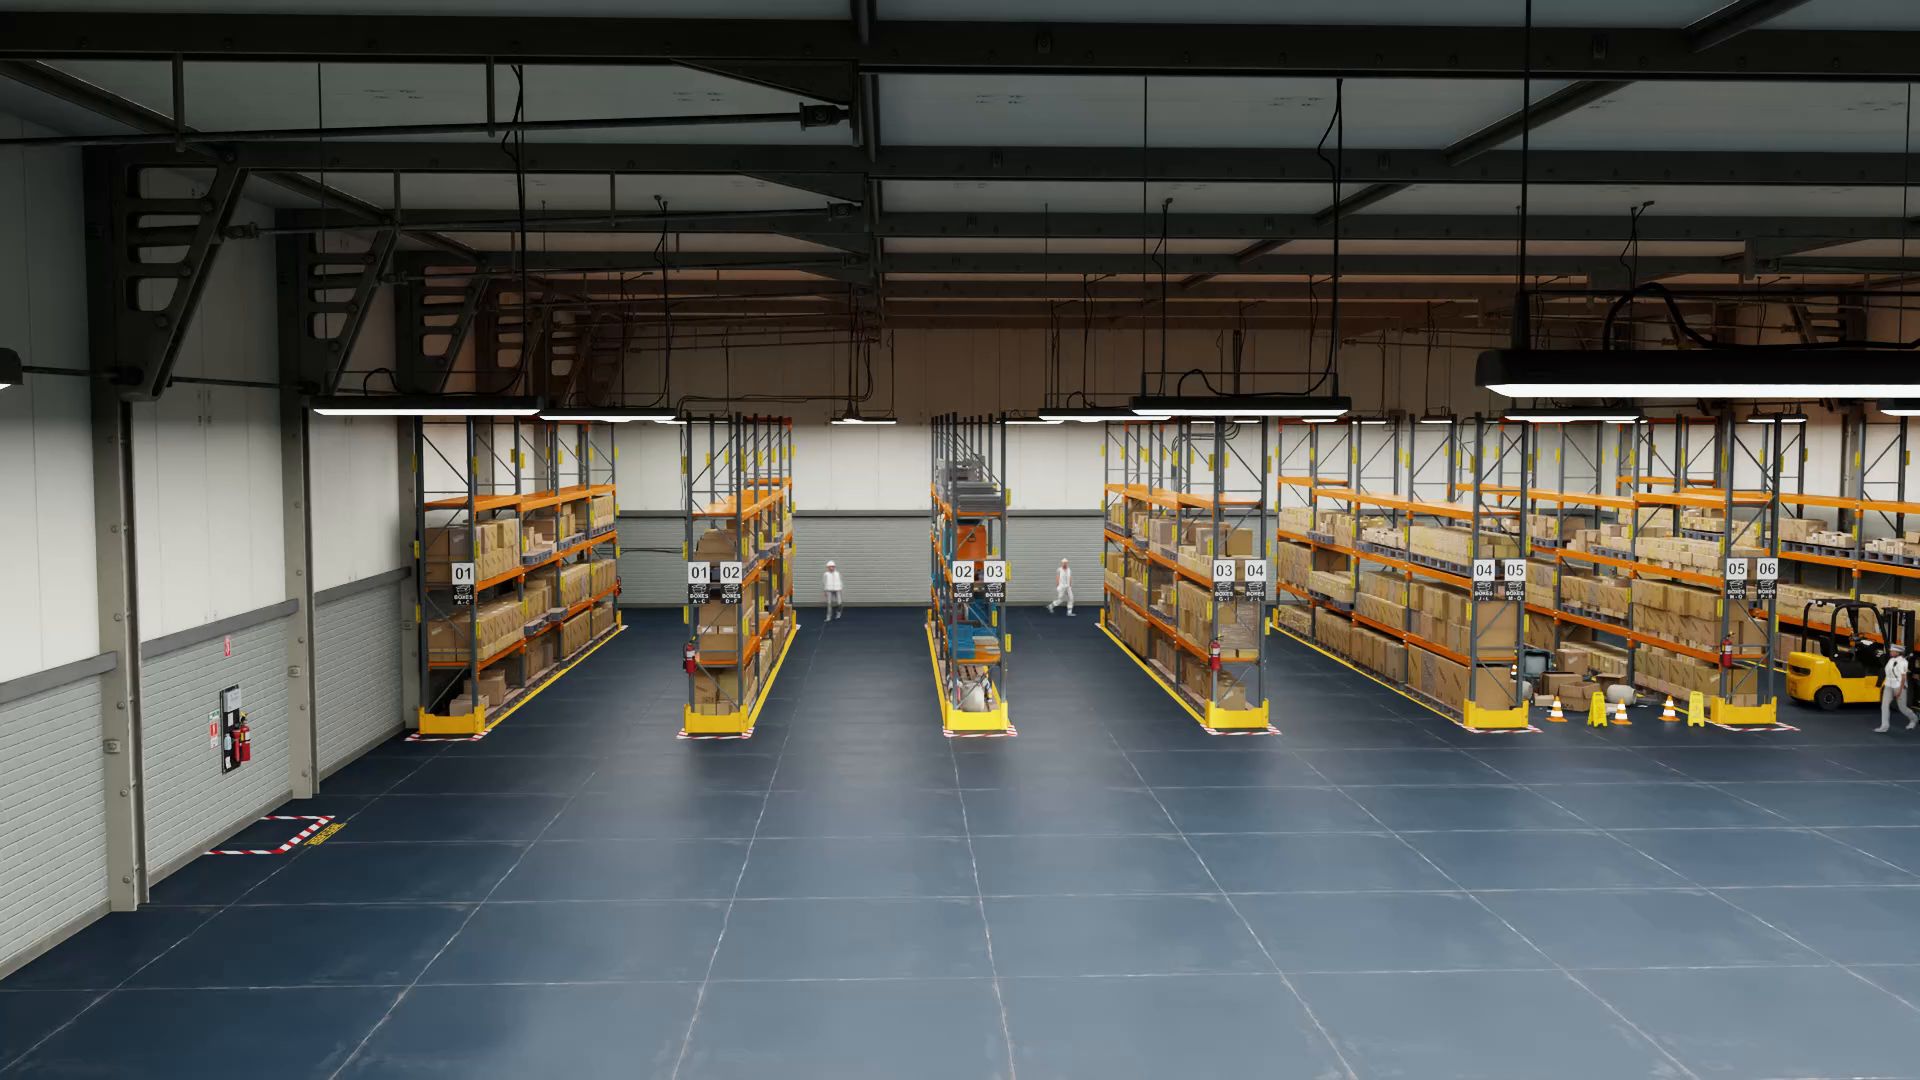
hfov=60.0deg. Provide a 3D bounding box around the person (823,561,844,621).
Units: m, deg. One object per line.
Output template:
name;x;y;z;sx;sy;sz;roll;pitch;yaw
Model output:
person;-3.751;1.509;49.248;0.626;1.746;0.578;0;4;-7

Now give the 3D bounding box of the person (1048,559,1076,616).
person;3.091;1.427;50.175;0.873;1.745;0.594;3;5;38

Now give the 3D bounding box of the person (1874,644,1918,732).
person;17.555;2.764;31.146;0.851;1.659;0.427;-2;4;-24
